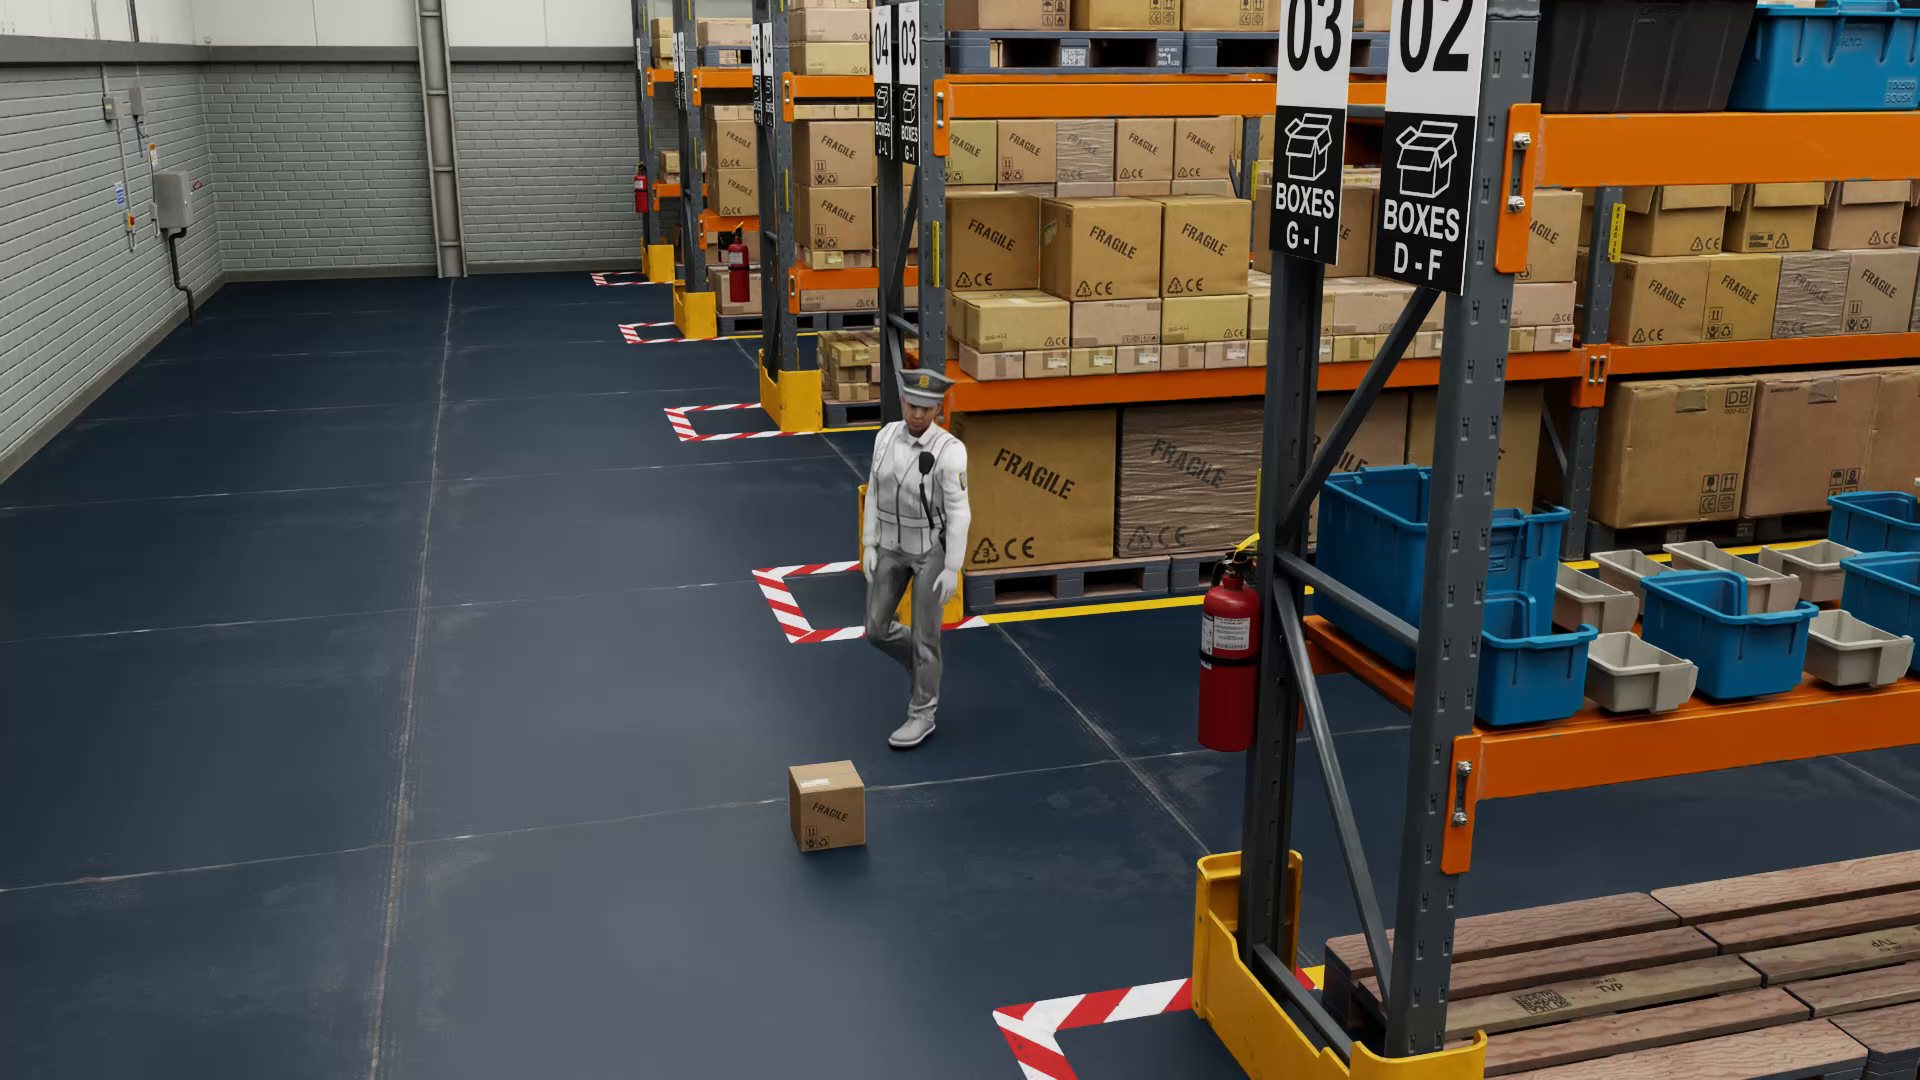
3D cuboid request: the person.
[{"bbox_3d":[-0.152,0.054,7.272,0.510,1.664,0.527,9,19,29],"label":"person"}]
